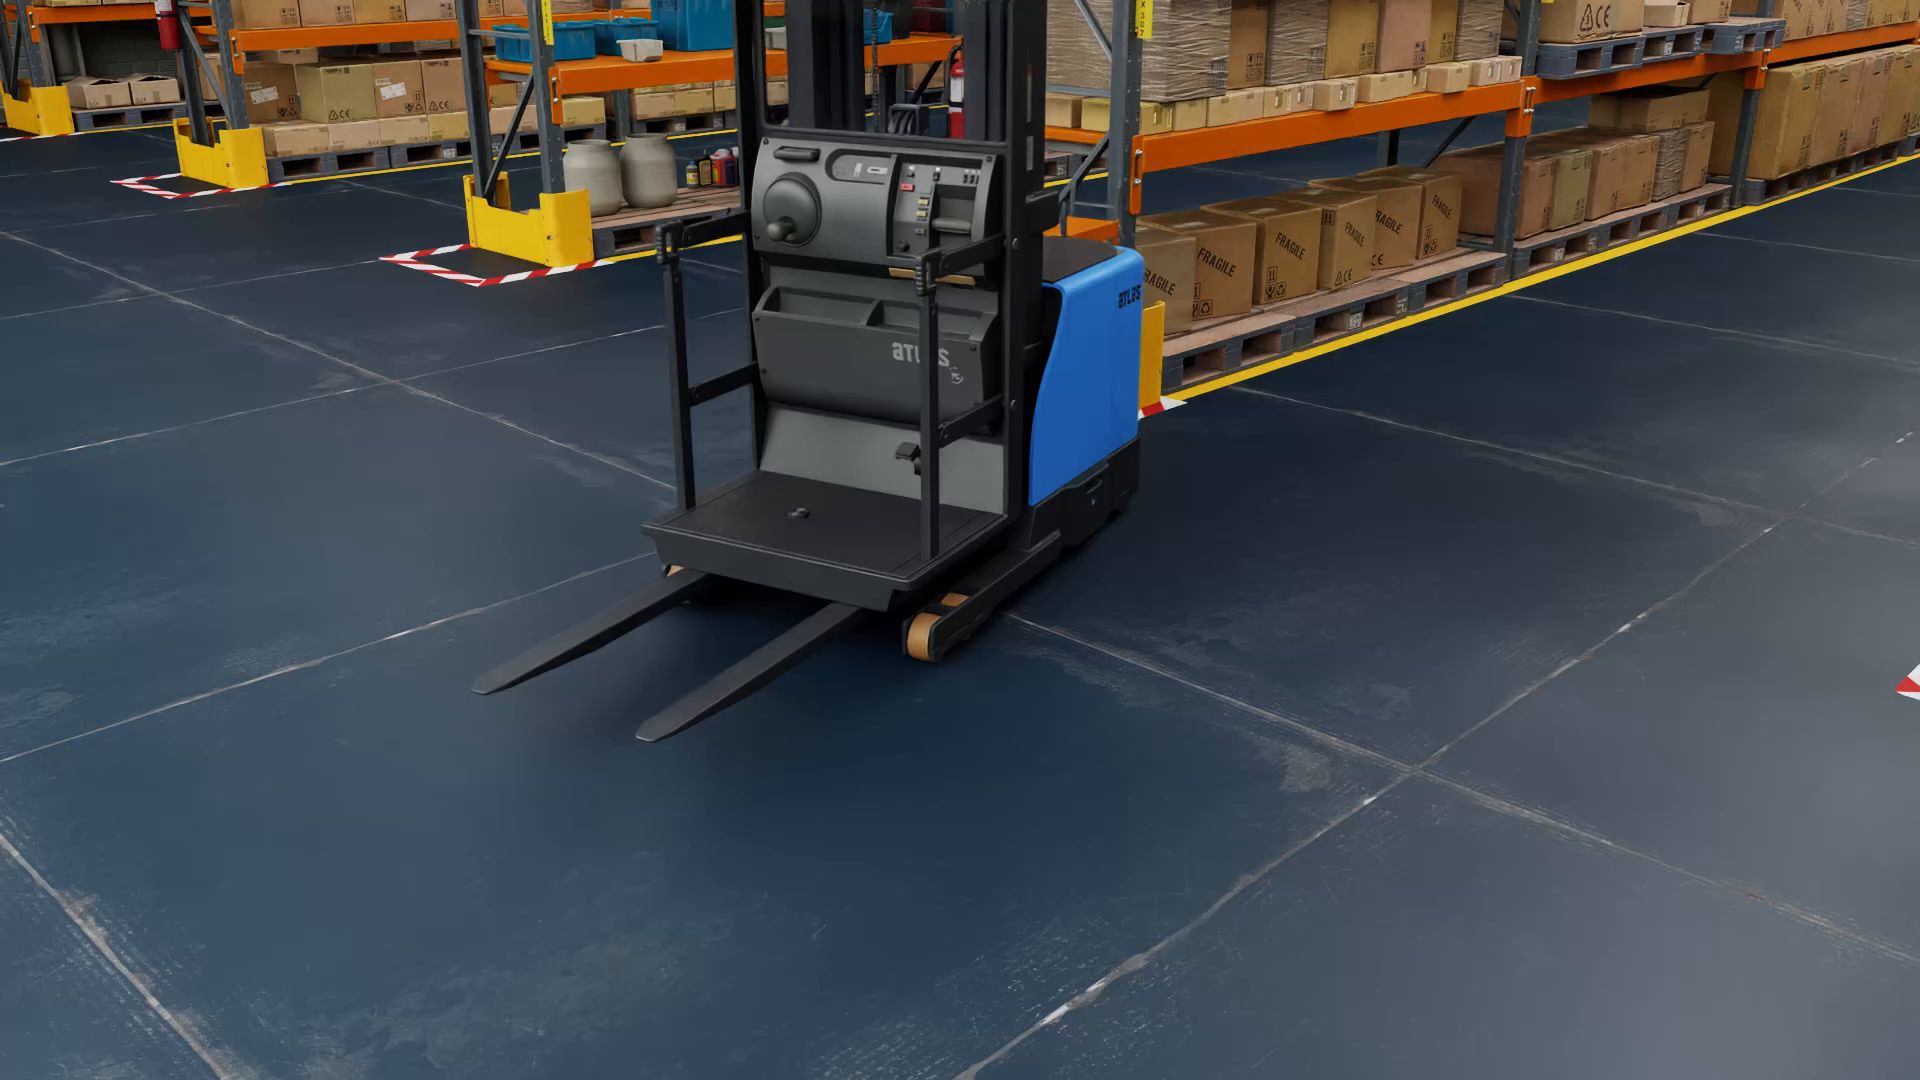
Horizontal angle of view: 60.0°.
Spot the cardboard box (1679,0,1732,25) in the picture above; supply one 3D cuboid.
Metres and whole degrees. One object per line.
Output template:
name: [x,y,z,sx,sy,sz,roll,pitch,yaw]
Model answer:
cardboard box: [5.365,-4.172,12.523,0.500,0.500,0.700,-15,26,-34]

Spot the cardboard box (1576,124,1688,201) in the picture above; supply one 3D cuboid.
cardboard box: [5.200,-2.962,12.971,0.700,0.500,0.500,16,26,36]

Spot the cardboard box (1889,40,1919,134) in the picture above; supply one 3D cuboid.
cardboard box: [9.339,-4.629,16.812,0.875,0.875,0.875,19,28,41]

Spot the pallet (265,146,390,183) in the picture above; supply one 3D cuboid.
pallet: [-6.142,-3.576,15.584,1.003,0.211,1.213,19,28,41]

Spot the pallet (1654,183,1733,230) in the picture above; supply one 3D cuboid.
pallet: [5.485,-2.744,13.421,1.003,0.211,1.213,19,28,41]

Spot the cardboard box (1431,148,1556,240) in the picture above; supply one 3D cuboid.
cardboard box: [3.684,-2.409,11.533,0.700,0.500,0.500,17,27,37]

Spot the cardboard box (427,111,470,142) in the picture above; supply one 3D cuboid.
cardboard box: [-5.064,-4.050,16.179,0.500,0.250,0.500,19,28,41]

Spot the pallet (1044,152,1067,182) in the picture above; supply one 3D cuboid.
pallet: [0.212,-3.368,15.043,1.003,0.211,1.213,19,28,41]

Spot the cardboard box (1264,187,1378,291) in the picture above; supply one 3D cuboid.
cardboard box: [2.162,-1.826,10.044,0.500,0.500,0.500,16,26,36]

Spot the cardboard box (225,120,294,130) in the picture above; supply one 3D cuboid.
cardboard box: [-6.483,-3.795,15.514,0.500,0.250,0.500,19,28,41]

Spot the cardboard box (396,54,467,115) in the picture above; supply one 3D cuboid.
cardboard box: [-5.063,-4.400,16.043,0.500,0.500,0.500,19,28,41]

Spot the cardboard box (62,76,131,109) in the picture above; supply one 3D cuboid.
cardboard box: [-9.650,-5.015,18.576,0.500,0.311,0.500,15,26,35]

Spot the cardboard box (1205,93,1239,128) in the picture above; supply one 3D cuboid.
cardboard box: [1.193,-2.206,8.484,0.380,0.149,0.250,19,28,41]

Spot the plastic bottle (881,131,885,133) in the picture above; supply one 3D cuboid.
plastic bottle: [-0.654,-3.225,13.864,0.144,0.351,0.185,19,28,41]

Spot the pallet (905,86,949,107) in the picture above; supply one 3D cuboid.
pallet: [-0.516,-5.608,20.870,1.003,0.211,1.213,19,28,41]

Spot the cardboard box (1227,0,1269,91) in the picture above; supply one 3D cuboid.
cardboard box: [1.116,-2.669,8.783,0.875,0.500,0.500,19,28,41]

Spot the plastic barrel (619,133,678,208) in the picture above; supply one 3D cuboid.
plastic barrel: [-2.345,-2.782,12.513,0.421,0.512,0.421,0,21,0]

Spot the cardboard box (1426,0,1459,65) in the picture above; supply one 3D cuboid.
cardboard box: [2.508,-3.184,10.123,0.875,0.500,0.500,19,28,41]

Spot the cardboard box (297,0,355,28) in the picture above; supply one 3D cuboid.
cardboard box: [-5.947,-4.970,15.185,0.500,0.500,0.700,-19,28,-41]

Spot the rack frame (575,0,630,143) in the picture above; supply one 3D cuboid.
rack frame: [-3.855,-5.699,17.220,1.000,3.000,0.127,19,28,41]

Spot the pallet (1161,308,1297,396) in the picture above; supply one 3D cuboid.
pallet: [1.095,-1.108,9.163,1.003,0.211,1.213,19,28,41]

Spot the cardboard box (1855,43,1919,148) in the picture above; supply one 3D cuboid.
cardboard box: [8.389,-4.309,15.982,1.225,0.875,0.875,19,28,41]

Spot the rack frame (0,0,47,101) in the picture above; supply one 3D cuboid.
rack frame: [-10.197,-5.909,17.768,1.000,3.000,0.127,19,28,41]

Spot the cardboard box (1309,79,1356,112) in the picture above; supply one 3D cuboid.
cardboard box: [1.936,-2.448,9.112,0.380,0.149,0.250,19,28,41]

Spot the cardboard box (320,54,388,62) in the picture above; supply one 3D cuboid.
cardboard box: [-5.797,-4.406,16.059,0.500,0.500,0.500,19,28,41]

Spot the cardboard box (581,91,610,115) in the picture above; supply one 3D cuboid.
cardboard box: [-3.773,-4.790,18.104,0.500,0.250,0.500,19,28,40]

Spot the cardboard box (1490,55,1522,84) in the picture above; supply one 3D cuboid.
cardboard box: [3.301,-2.972,10.477,0.380,0.149,0.250,19,28,41]

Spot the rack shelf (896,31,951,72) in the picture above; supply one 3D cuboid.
rack shelf: [1.087,-4.636,15.459,1.077,0.370,4.000,19,28,41]

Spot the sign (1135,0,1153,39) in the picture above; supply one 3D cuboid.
sign: [0.839,-2.458,7.583,0.100,0.325,0.005,19,28,41]

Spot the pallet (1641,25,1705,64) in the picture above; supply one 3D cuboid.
pallet: [4.679,-3.638,12.126,1.003,0.211,1.213,19,28,41]

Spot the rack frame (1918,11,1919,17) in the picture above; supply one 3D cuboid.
rack frame: [8.821,-5.275,16.117,1.000,3.000,0.127,19,28,41]

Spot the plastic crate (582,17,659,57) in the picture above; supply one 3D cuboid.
plastic crate: [-2.507,-3.729,12.304,0.499,0.251,0.408,19,28,41]

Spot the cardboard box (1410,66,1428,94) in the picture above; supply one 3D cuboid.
cardboard box: [2.539,-2.738,9.866,0.380,0.149,0.250,19,28,41]

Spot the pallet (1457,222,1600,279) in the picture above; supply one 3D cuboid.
pallet: [3.782,-2.117,11.789,1.003,0.211,1.213,19,28,41]

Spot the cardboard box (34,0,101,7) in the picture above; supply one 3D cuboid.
cardboard box: [-9.629,-5.895,17.911,0.500,0.250,0.500,18,28,39]

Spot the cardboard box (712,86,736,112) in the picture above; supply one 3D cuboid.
cardboard box: [-2.679,-4.918,18.436,0.500,0.250,0.500,18,28,39]

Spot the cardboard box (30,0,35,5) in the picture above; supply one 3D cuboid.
cardboard box: [-10.010,-6.017,18.230,0.500,0.250,0.500,-20,28,-41]

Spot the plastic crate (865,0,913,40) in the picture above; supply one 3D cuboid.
plastic crate: [-0.765,-4.326,13.736,0.767,0.338,0.504,19,28,41]

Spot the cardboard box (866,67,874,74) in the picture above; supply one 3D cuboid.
cardboard box: [-1.253,-5.705,19.702,0.500,0.311,0.500,-19,28,-41]

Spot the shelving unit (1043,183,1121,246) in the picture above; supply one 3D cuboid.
shelving unit: [0.457,-0.912,7.261,0.258,1.200,0.503,13,23,29]

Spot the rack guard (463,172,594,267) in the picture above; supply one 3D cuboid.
rack guard: [-3.079,-2.294,11.847,1.175,0.500,0.348,19,28,41]

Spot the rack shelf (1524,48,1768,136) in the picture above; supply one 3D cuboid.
rack shelf: [4.636,-3.397,12.233,1.077,0.370,4.000,19,28,41]

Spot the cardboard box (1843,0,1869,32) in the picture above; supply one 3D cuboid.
cardboard box: [7.628,-4.744,14.596,0.500,0.500,0.500,19,28,41]

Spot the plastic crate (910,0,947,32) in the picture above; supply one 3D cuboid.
plastic crate: [-0.190,-4.689,14.504,0.402,0.464,0.583,19,28,41]

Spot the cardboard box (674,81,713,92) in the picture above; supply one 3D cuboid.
cardboard box: [-3.035,-5.044,17.983,0.500,0.311,0.500,19,28,40]

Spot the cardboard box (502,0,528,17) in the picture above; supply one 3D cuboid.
cardboard box: [-4.523,-5.492,16.544,0.700,0.500,0.500,19,28,40]

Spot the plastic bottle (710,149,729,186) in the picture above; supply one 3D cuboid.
plastic bottle: [-1.936,-3.003,13.391,0.152,0.276,0.135,20,28,41]

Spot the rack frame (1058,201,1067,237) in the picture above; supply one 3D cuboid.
rack frame: [0.328,-0.842,7.066,0.240,1.200,0.015,13,23,29]

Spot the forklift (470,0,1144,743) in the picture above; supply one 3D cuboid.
forklift: [-0.404,-1.145,5.469,1.130,2.935,3.031,11,24,27]
